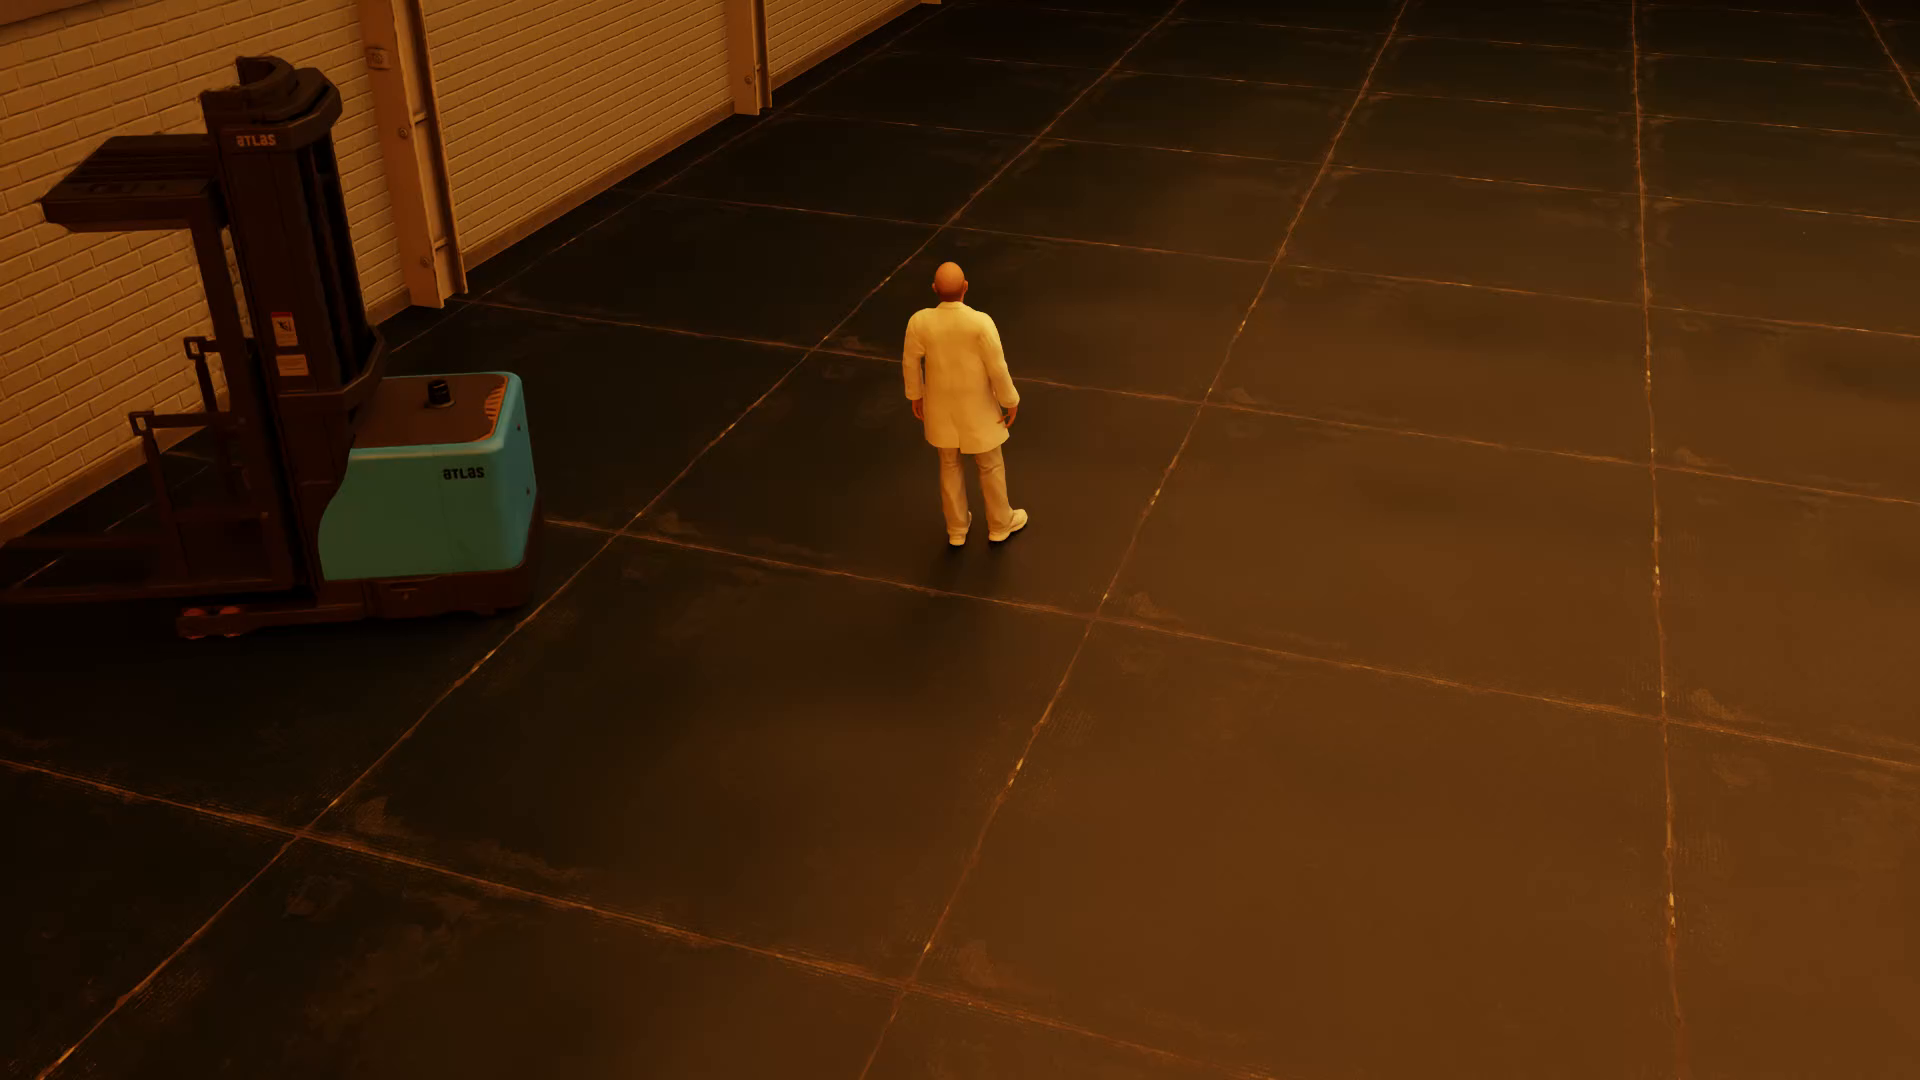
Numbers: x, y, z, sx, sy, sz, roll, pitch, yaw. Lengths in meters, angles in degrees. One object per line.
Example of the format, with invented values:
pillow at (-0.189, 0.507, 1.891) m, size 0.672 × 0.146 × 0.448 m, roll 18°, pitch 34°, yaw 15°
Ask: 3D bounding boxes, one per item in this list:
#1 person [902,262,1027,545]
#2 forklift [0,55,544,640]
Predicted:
person at (0.033, -0.821, 9.727) m, size 0.696 × 1.778 × 0.578 m, roll 10°, pitch 31°, yaw 16°
forklift at (-3.981, -1.005, 8.899) m, size 3.031 × 2.935 × 1.130 m, roll -3°, pitch 30°, yaw -6°
